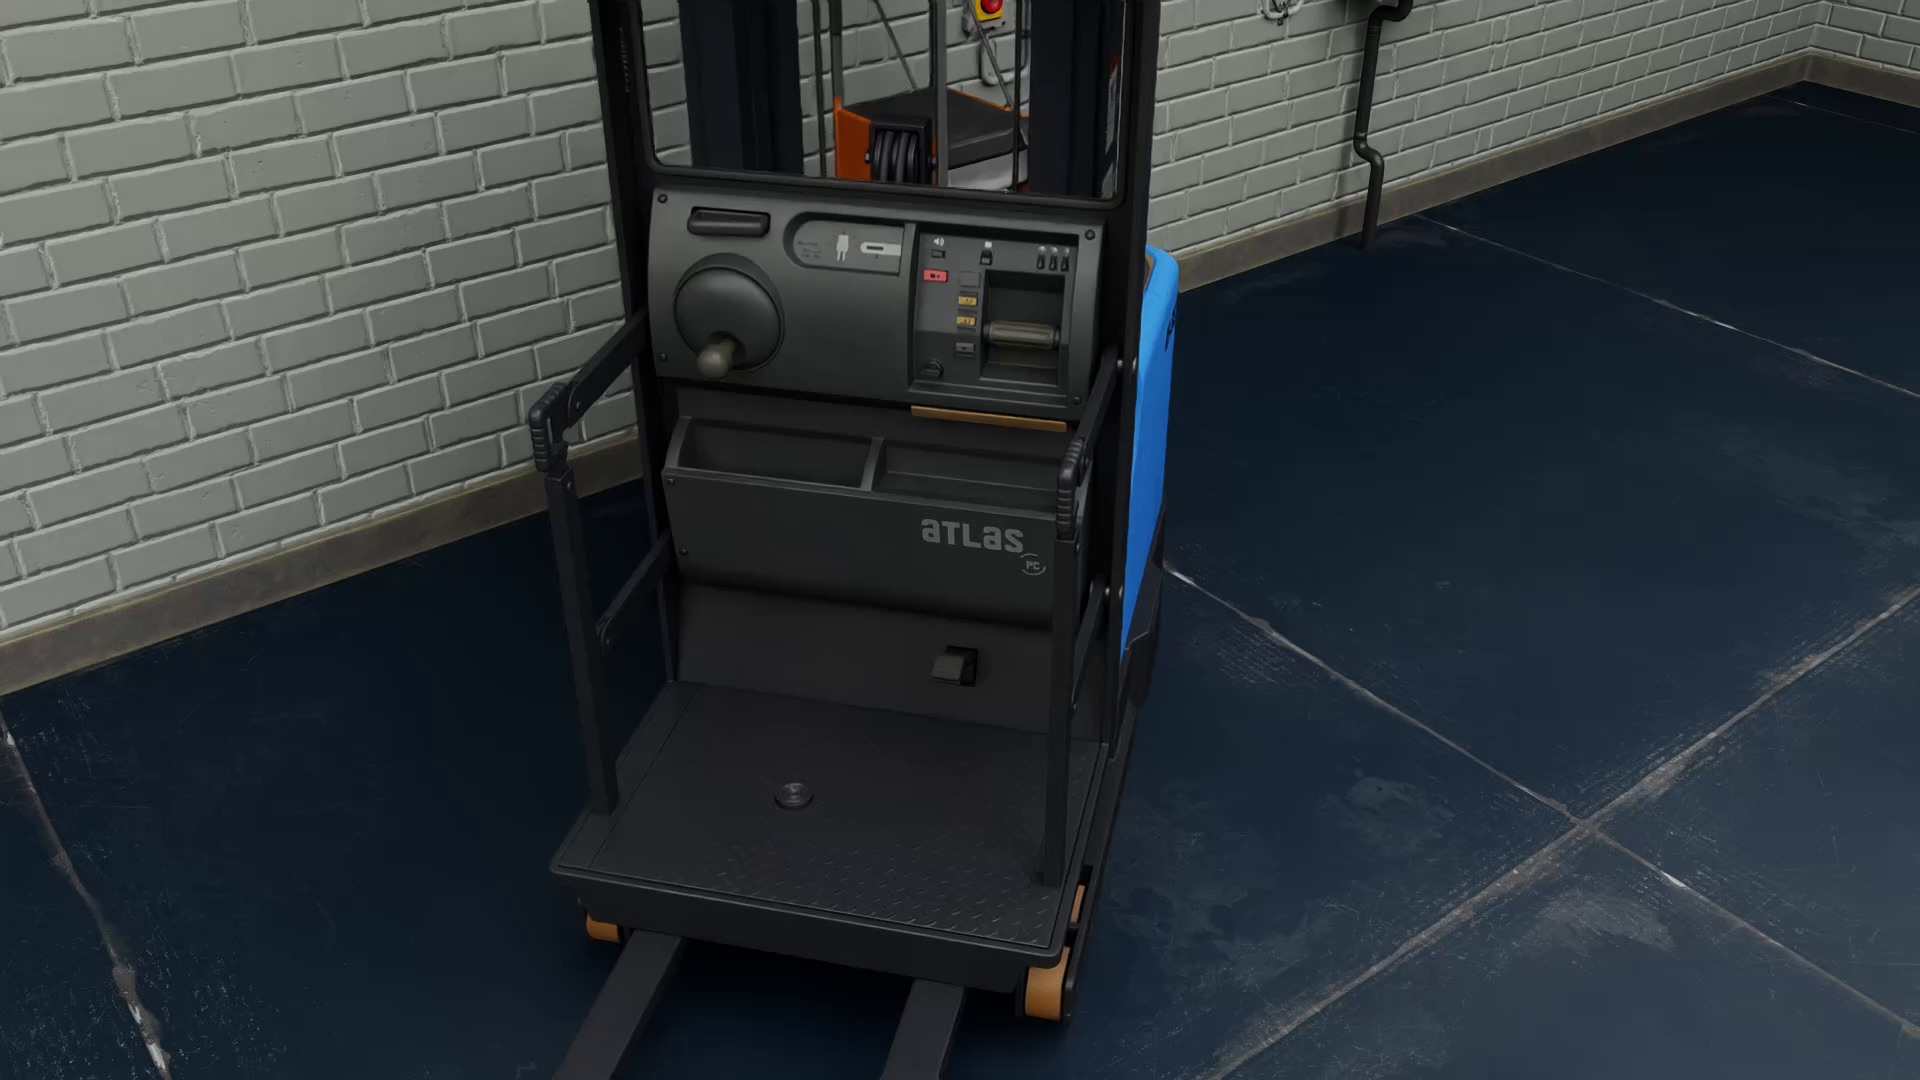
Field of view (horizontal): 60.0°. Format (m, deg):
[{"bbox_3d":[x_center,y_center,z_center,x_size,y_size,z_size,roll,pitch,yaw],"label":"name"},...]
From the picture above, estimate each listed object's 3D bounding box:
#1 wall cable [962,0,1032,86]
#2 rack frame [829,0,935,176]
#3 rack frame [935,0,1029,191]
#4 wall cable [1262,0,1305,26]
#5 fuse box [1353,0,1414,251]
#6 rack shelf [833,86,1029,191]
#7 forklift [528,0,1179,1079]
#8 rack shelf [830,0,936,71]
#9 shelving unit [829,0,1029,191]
[{"bbox_3d":[0.077,-2.378,5.243,0.585,1.953,0.123,-22,38,-31],"label":"wall cable"},{"bbox_3d":[-0.216,-1.167,5.139,0.400,2.100,0.015,-23,39,-32],"label":"rack frame"},{"bbox_3d":[0.092,-0.968,4.818,0.400,2.100,0.015,-23,39,-32],"label":"rack frame"},{"bbox_3d":[1.191,-2.828,5.998,0.588,1.984,0.122,-22,38,-31],"label":"wall cable"},{"bbox_3d":[1.826,-2.004,6.856,0.539,1.711,0.414,-22,38,-31],"label":"fuse box"},{"bbox_3d":[-0.062,-1.056,4.986,0.431,0.518,0.480,-23,39,-32],"label":"rack shelf"},{"bbox_3d":[-0.229,-0.433,3.169,1.130,2.935,3.031,7,33,11],"label":"forklift"},{"bbox_3d":[-0.062,-1.650,4.616,0.431,0.518,0.480,-23,39,-32],"label":"rack shelf"},{"bbox_3d":[-0.062,-1.067,4.979,0.431,2.100,0.503,-23,39,-32],"label":"shelving unit"}]
